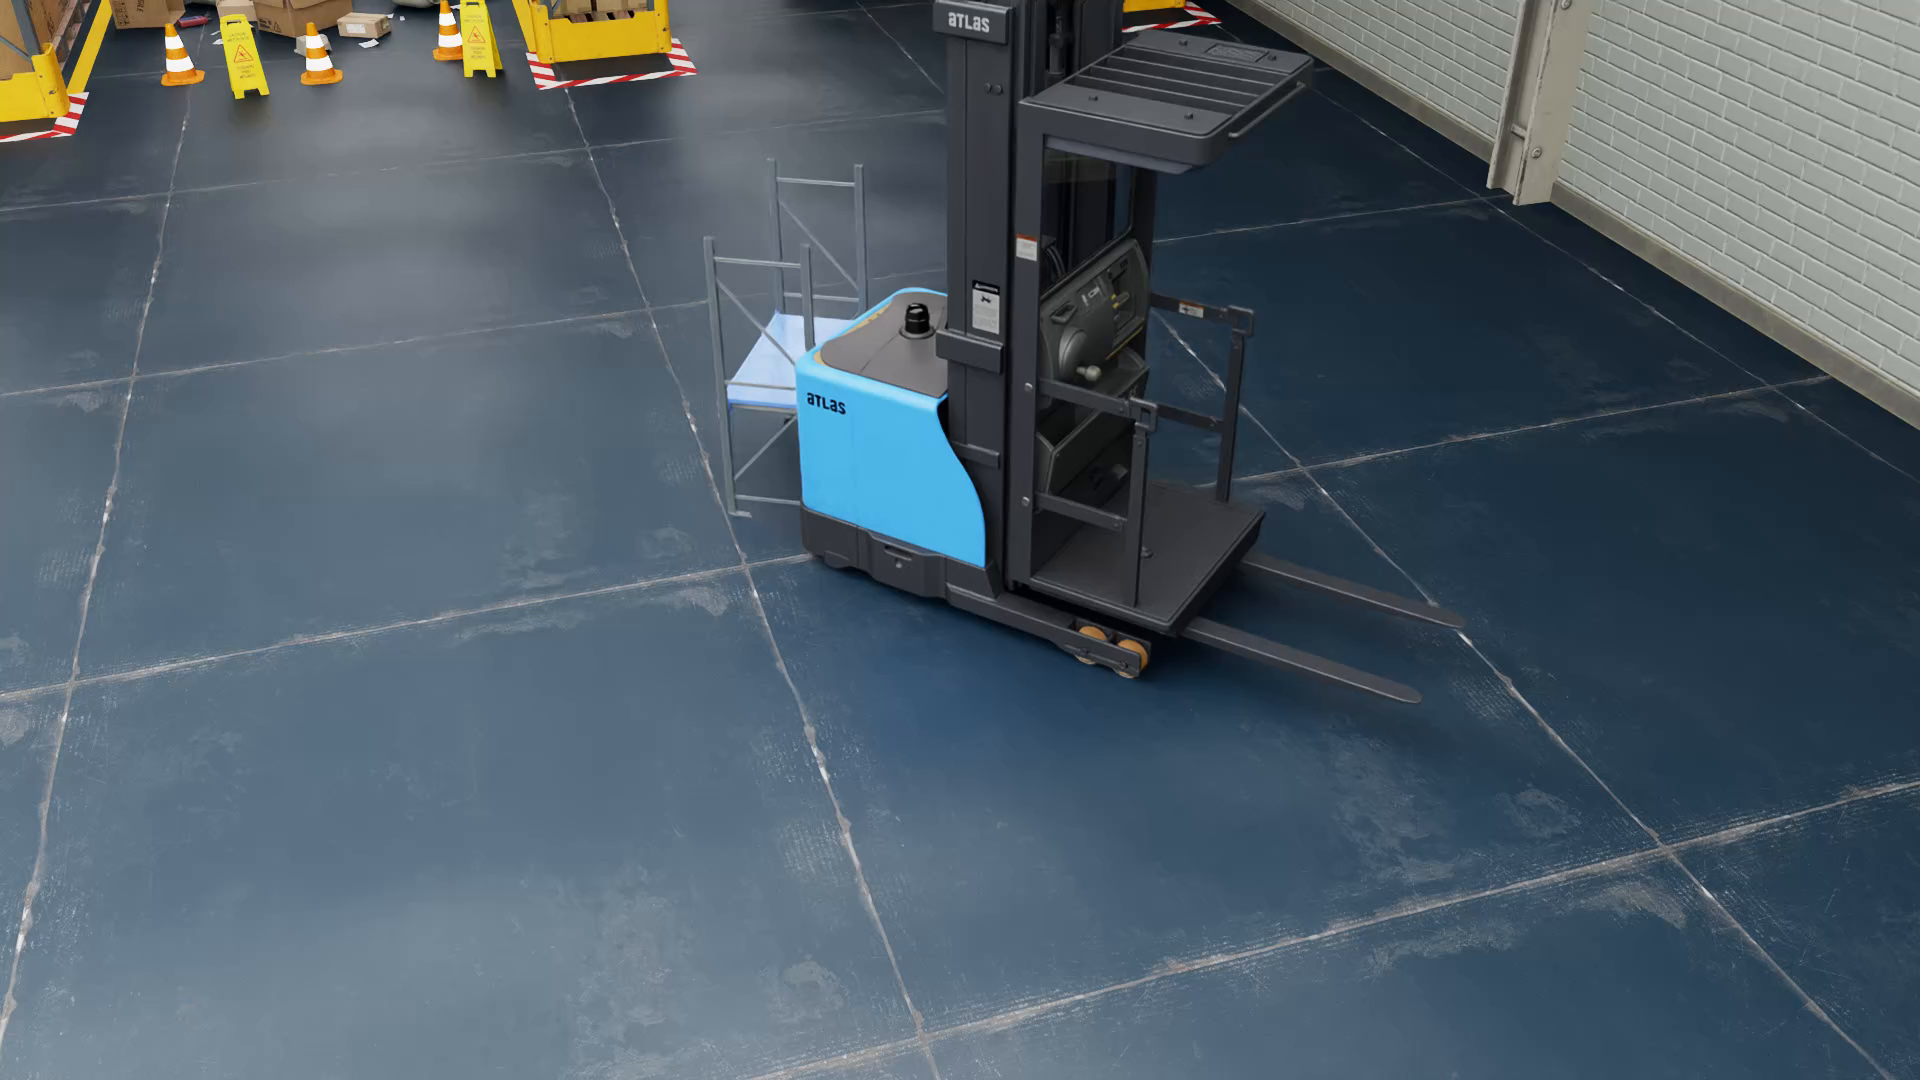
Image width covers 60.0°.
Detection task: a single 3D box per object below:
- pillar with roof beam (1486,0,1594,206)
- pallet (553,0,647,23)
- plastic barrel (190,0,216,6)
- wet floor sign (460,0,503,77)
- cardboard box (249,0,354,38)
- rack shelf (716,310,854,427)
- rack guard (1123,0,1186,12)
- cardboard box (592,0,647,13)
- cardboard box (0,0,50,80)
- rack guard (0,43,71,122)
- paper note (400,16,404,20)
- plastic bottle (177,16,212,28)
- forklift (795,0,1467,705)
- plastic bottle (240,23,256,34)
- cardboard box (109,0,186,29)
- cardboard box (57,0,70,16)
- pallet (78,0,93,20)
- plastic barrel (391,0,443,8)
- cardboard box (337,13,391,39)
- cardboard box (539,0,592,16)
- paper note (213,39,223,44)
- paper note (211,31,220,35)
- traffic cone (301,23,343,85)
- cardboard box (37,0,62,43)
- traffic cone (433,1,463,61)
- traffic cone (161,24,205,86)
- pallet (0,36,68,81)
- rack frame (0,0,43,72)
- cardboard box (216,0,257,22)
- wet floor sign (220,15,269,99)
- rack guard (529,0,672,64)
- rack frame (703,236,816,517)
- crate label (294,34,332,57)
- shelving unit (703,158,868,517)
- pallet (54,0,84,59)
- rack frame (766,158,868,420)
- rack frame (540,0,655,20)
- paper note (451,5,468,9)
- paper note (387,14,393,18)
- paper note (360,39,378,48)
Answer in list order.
[{"bbox_3d":[-0.045,-5.545,8.479,9.100,9.000,0.400,-10,35,-15],"label":"pillar with roof beam"},{"bbox_3d":[-3.384,-4.871,15.430,1.003,0.211,1.213,-10,35,-15],"label":"pallet"},{"bbox_3d":[-7.244,-5.364,15.984,0.512,0.421,0.421,13,36,18],"label":"plastic barrel"},{"bbox_3d":[-4.108,-4.300,14.173,0.267,0.644,0.232,1,33,2],"label":"wet floor sign"},{"bbox_3d":[-6.094,-5.017,15.386,0.637,0.503,0.797,19,38,26],"label":"cardboard box"},{"bbox_3d":[-0.833,-0.862,8.520,0.538,0.185,1.000,6,34,9],"label":"rack shelf"},{"bbox_3d":[1.586,-5.344,15.883,1.175,0.500,0.348,-10,35,-15],"label":"rack guard"},{"bbox_3d":[-3.130,-5.060,15.300,0.500,0.250,0.500,-10,35,-15],"label":"cardboard box"},{"bbox_3d":[-8.100,-4.311,13.599,0.875,0.875,0.875,-10,35,-14],"label":"cardboard box"},{"bbox_3d":[-7.823,-3.621,13.277,1.175,0.500,0.348,-10,35,-15],"label":"rack guard"},{"bbox_3d":[-5.266,-4.925,15.694,0.032,0.001,0.123,-10,35,-15],"label":"paper note"},{"bbox_3d":[-7.146,-4.845,15.527,0.283,0.061,0.133,-23,40,-31],"label":"plastic bottle"},{"bbox_3d":[0.760,-0.951,7.030,3.031,2.935,1.130,18,38,25],"label":"forklift"},{"bbox_3d":[-6.617,-4.727,15.348,0.133,0.061,0.283,-23,40,-31],"label":"plastic bottle"},{"bbox_3d":[-7.600,-5.093,15.501,0.500,0.500,0.500,-4,34,-6],"label":"cardboard box"},{"bbox_3d":[-8.647,-5.251,15.022,0.875,0.875,0.875,-10,35,-14],"label":"cardboard box"},{"bbox_3d":[-8.893,-5.201,15.930,1.003,0.211,1.213,-10,35,-15],"label":"pallet"},{"bbox_3d":[-5.219,-5.317,15.913,0.512,0.421,0.421,13,36,18],"label":"plastic barrel"},{"bbox_3d":[-5.470,-4.721,15.260,0.380,0.149,0.250,7,34,10],"label":"cardboard box"},{"bbox_3d":[-3.657,-4.982,15.182,0.500,0.250,0.500,-10,35,-15],"label":"cardboard box"},{"bbox_3d":[-6.679,-4.524,15.071,0.144,0.017,0.142,1,33,2],"label":"paper note"},{"bbox_3d":[-6.849,-4.669,15.306,0.032,0.001,0.123,7,34,10],"label":"paper note"},{"bbox_3d":[-5.460,-4.148,14.107,0.336,0.463,0.334,-10,35,-15],"label":"traffic cone"},{"bbox_3d":[-8.371,-4.772,14.297,0.875,0.875,0.875,-11,35,-15],"label":"cardboard box"},{"bbox_3d":[-4.507,-4.513,14.660,0.336,0.463,0.334,-10,35,-15],"label":"traffic cone"},{"bbox_3d":[-6.640,-4.136,14.090,0.336,0.463,0.334,-10,35,-15],"label":"traffic cone"},{"bbox_3d":[-8.149,-3.920,13.991,1.003,0.211,1.213,-10,35,-15],"label":"pallet"},{"bbox_3d":[-7.830,-4.677,12.607,1.000,3.000,0.127,-10,35,-15],"label":"rack frame"},{"bbox_3d":[-6.772,-5.044,15.642,0.396,0.266,0.258,-4,34,-6],"label":"cardboard box"},{"bbox_3d":[-5.936,-4.012,13.737,0.267,0.644,0.232,-16,37,-23],"label":"wet floor sign"},{"bbox_3d":[-3.170,-4.559,14.696,1.175,0.500,0.348,-10,35,-15],"label":"rack guard"},{"bbox_3d":[-0.930,-0.737,8.005,0.500,1.500,0.032,6,34,9],"label":"rack frame"},{"bbox_3d":[-5.759,-4.414,14.806,0.298,0.136,0.250,27,42,34],"label":"crate label"},{"bbox_3d":[-0.833,-1.012,8.421,0.538,1.500,1.048,6,34,9],"label":"shelving unit"},{"bbox_3d":[-8.517,-4.559,14.959,1.003,0.211,1.213,-10,35,-15],"label":"pallet"},{"bbox_3d":[-0.736,-1.287,8.837,0.500,1.500,0.032,6,34,9],"label":"rack frame"},{"bbox_3d":[-3.147,-5.562,13.947,1.000,3.000,0.127,-10,35,-15],"label":"rack frame"},{"bbox_3d":[-4.811,-5.136,15.995,0.142,0.019,0.148,-23,40,-31],"label":"paper note"},{"bbox_3d":[-5.447,-4.952,15.726,0.148,0.019,0.142,1,33,2],"label":"paper note"},{"bbox_3d":[-5.331,-4.485,15.010,0.148,0.019,0.142,-23,40,-31],"label":"paper note"}]
